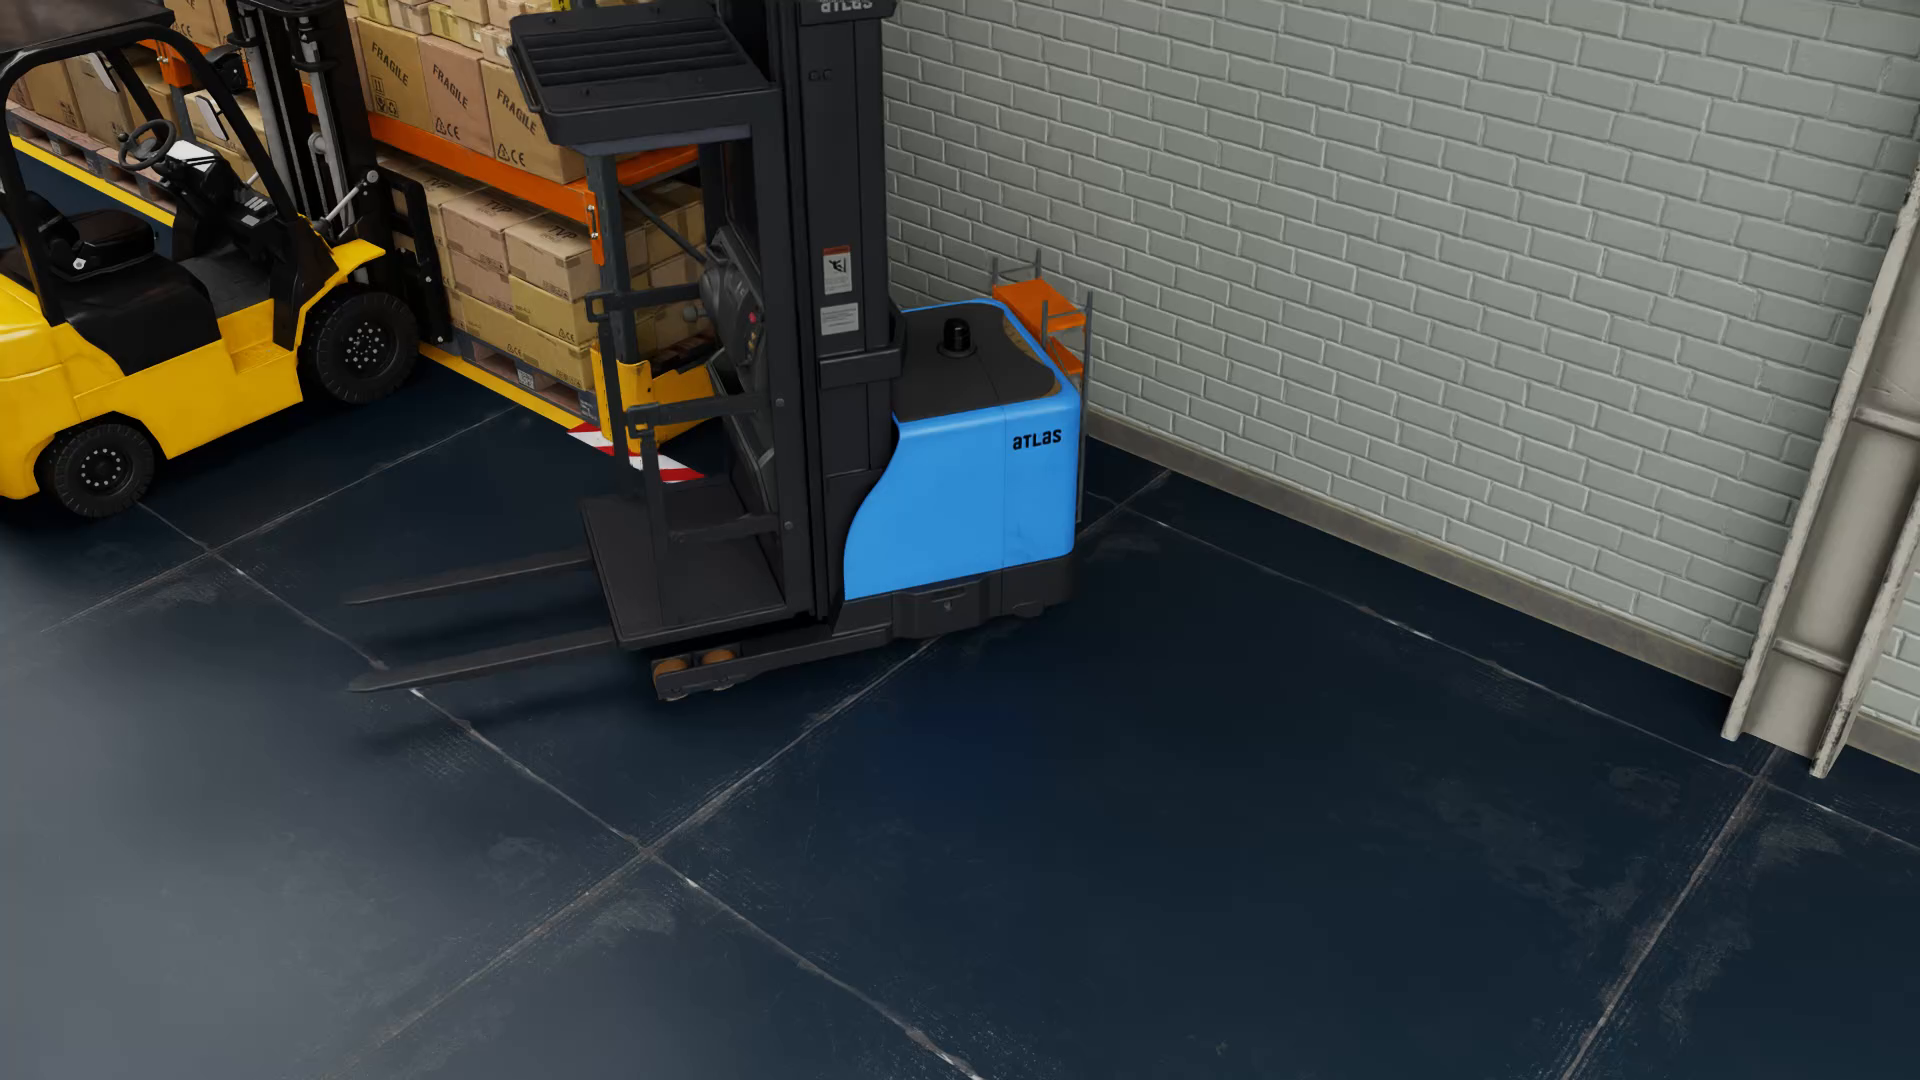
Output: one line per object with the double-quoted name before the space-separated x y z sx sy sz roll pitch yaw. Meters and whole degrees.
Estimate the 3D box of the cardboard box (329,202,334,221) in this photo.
"cardboard box" -3.512 -1.998 9.626 0.500 0.250 0.500 25 42 31

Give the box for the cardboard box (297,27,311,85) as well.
"cardboard box" -3.479 -2.833 9.137 0.500 0.500 0.500 25 42 31

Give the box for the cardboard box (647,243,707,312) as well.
"cardboard box" -1.608 -1.488 8.883 0.500 0.250 0.500 26 42 33

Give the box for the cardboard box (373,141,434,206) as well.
"cardboard box" -3.108 -2.012 9.205 0.500 0.250 0.500 24 41 31

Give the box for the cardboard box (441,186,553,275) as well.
"cardboard box" -2.329 -1.647 8.673 0.500 0.250 0.500 26 42 33

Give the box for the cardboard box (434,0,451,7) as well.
"cardboard box" -2.361 -2.732 8.155 0.250 0.149 0.380 26 42 32

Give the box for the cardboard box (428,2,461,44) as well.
"cardboard box" -2.384 -2.589 8.209 0.250 0.149 0.380 25 42 32

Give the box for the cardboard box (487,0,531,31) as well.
"cardboard box" -1.999 -2.527 7.855 0.250 0.149 0.380 25 42 32

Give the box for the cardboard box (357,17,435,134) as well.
"cardboard box" -2.713 -2.464 8.600 0.500 0.500 0.500 24 41 31

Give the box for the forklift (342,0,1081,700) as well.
"forklift" -1.067 -0.892 6.459 3.031 2.935 1.130 -11 36 -16

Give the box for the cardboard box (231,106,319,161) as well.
"cardboard box" -3.896 -2.381 9.742 0.500 0.250 0.500 25 42 32

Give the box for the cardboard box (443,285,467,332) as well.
"cardboard box" -2.698 -1.423 9.231 0.500 0.250 0.500 26 42 32

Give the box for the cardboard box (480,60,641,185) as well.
"cardboard box" -1.926 -2.087 8.051 0.500 0.500 0.500 24 41 31

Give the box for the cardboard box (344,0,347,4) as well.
"cardboard box" -3.202 -2.940 8.720 0.250 0.149 0.380 24 41 31

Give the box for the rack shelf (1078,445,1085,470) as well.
"rack shelf" 0.360 -0.460 7.829 0.258 0.148 0.480 -15 37 -20

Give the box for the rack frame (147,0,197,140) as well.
"rack frame" -4.454 -3.430 10.095 0.127 3.000 1.000 25 42 32

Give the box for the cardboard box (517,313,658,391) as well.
"cardboard box" -1.943 -1.054 8.693 0.500 0.250 0.500 26 42 32

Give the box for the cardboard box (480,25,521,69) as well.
"cardboard box" -2.041 -2.373 7.895 0.250 0.149 0.380 26 42 33

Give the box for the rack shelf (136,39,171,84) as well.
"rack shelf" -5.991 -3.858 11.354 4.000 0.370 1.077 25 42 32

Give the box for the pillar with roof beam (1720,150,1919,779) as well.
"pillar with roof beam" 0.519 -1.053 1.334 0.400 9.000 9.100 25 42 32

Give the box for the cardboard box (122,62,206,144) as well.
"cardboard box" -4.862 -2.809 10.917 0.625 0.625 0.875 27 43 34

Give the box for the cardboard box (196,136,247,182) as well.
"cardboard box" -4.280 -2.367 10.163 0.500 0.250 0.500 25 42 32

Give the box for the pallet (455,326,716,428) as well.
"pallet" -1.994 -1.091 9.152 1.213 0.211 1.003 25 42 32

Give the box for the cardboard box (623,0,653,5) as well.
"cardboard box" -1.501 -2.627 8.002 0.250 0.149 0.380 24 41 31

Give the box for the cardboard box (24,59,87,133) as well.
"cardboard box" -6.032 -3.364 11.726 0.625 0.625 0.875 23 41 30

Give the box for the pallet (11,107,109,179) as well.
"pallet" -5.987 -2.973 11.892 1.213 0.211 1.003 25 42 32

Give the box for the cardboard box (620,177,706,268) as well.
"cardboard box" -1.628 -1.690 8.736 0.500 0.250 0.500 25 41 31

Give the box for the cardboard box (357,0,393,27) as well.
"cardboard box" -2.827 -2.748 8.440 0.250 0.149 0.380 26 42 32

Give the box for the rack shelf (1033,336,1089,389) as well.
"rack shelf" 0.360 -0.809 7.591 0.258 0.148 0.480 -15 37 -20

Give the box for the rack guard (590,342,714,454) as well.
"rack guard" -1.361 -0.942 8.681 0.348 0.500 1.175 25 42 32

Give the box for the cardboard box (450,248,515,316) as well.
"cardboard box" -2.332 -1.454 8.834 0.500 0.250 0.500 25 42 31

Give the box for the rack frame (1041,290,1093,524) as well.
"rack frame" 0.463 -0.554 7.497 0.240 1.200 0.015 -15 37 -20

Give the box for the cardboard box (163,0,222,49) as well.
"cardboard box" -4.280 -3.197 9.668 0.500 0.500 0.500 24 41 31

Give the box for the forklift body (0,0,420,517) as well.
"forklift body" -4.004 -1.525 8.070 1.214 2.155 2.313 25 42 32

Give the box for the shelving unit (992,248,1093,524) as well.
"shelving unit" 0.360 -0.679 7.679 0.258 1.200 0.503 -15 37 -20
